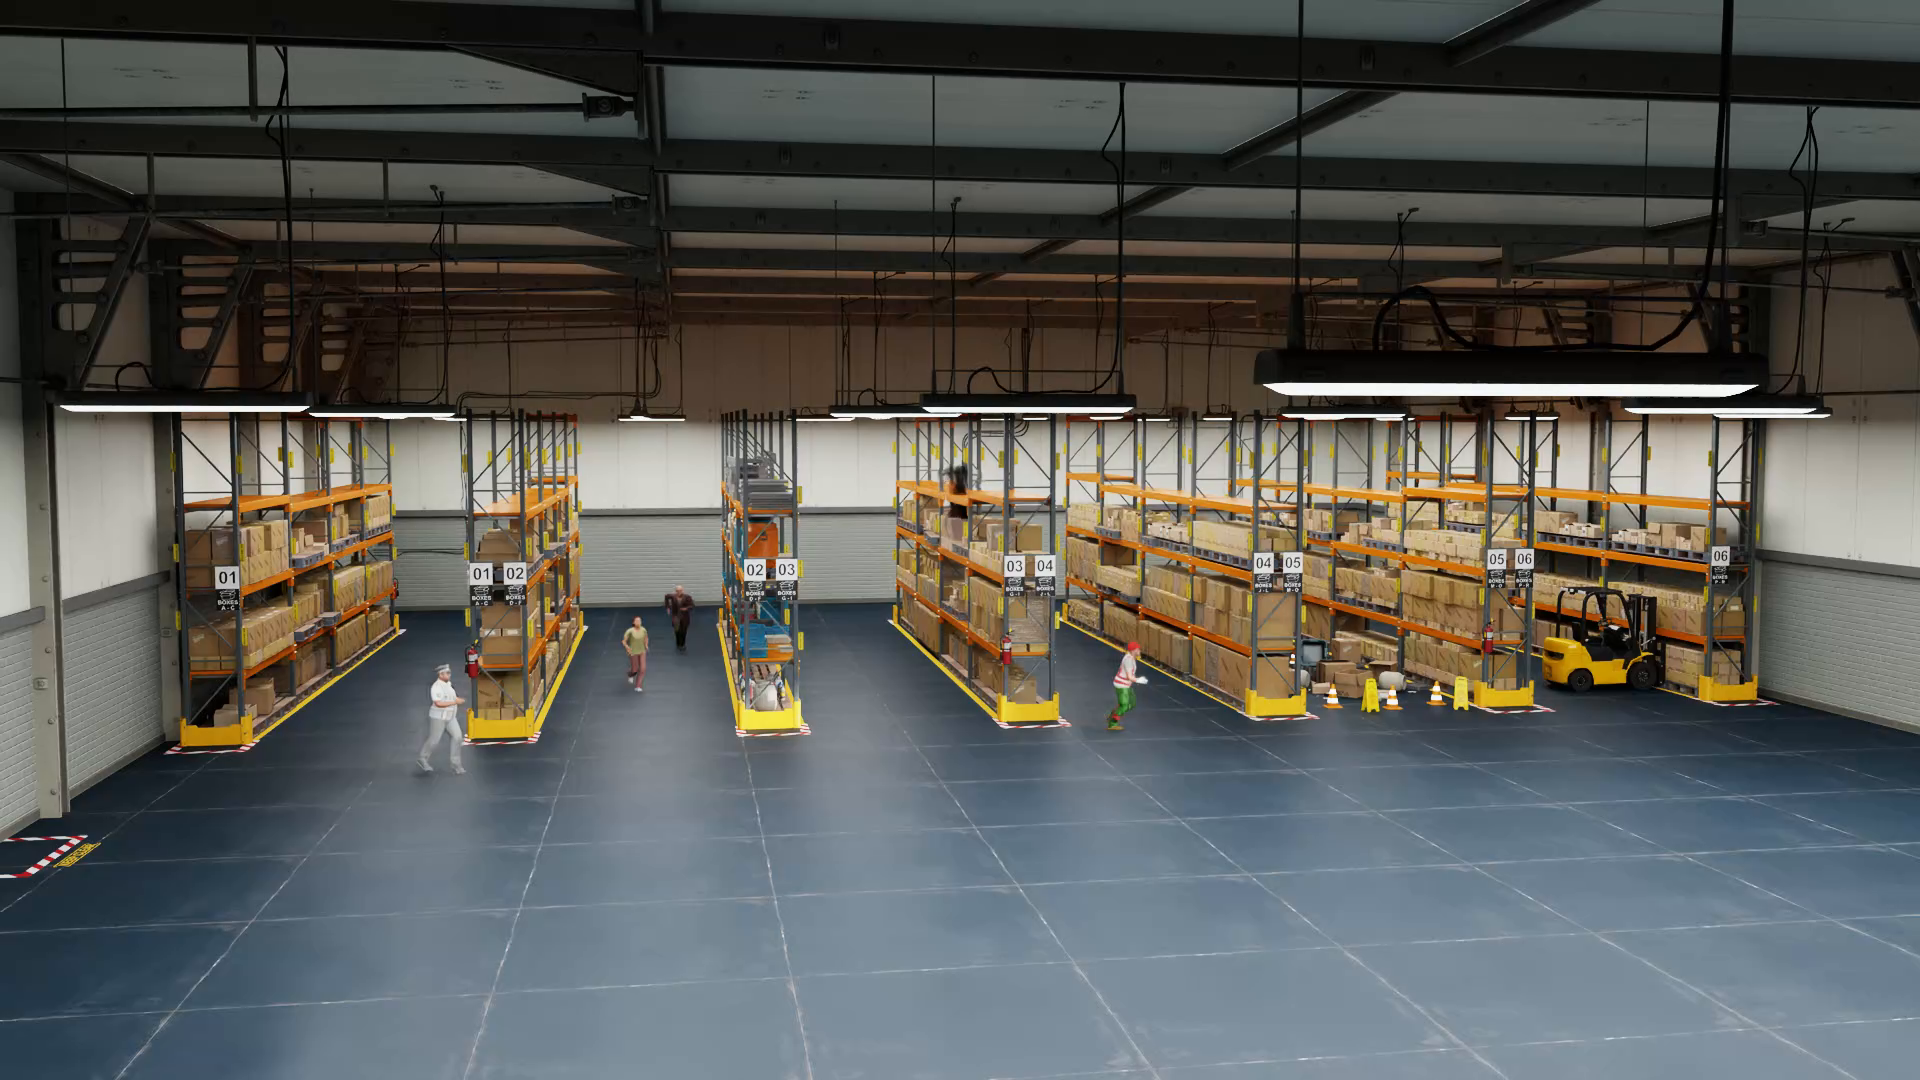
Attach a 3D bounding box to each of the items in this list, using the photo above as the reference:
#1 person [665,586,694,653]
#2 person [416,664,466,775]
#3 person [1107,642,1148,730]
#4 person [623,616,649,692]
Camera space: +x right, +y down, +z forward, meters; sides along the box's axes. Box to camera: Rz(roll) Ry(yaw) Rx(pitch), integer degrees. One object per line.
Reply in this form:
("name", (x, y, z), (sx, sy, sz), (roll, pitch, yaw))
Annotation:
("person", (-7.029, 1.994, 41.695), (0.736, 1.744, 0.975), (0, 4, -4))
("person", (-8.484, 2.941, 27.206), (0.890, 1.835, 0.616), (1, 4, 17))
("person", (3.125, 2.723, 31.019), (0.773, 1.678, 0.669), (1, 4, 15))
("person", (-6.955, 2.427, 35.721), (0.589, 1.622, 0.694), (-2, 5, -30))
